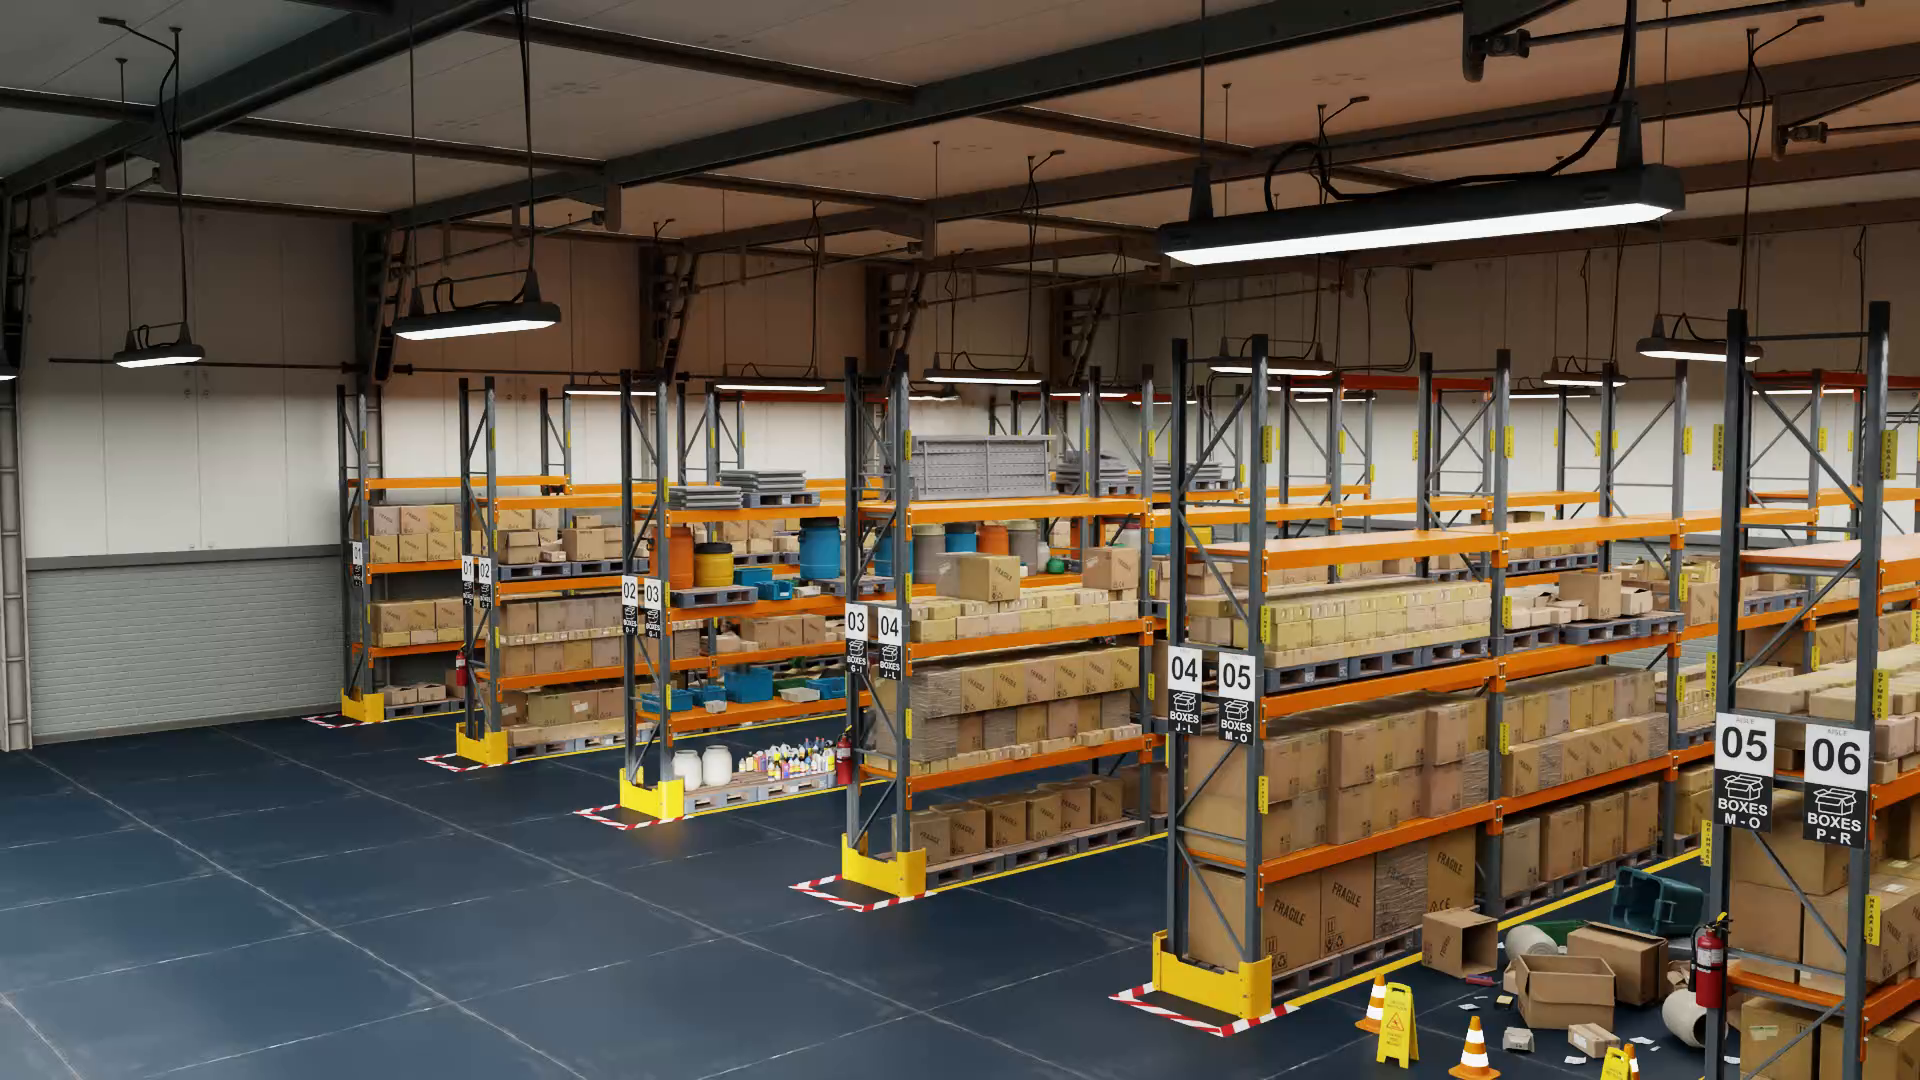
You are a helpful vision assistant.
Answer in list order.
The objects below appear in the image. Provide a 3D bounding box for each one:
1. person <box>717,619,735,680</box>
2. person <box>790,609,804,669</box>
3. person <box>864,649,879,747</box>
[{"bbox_3d":[-4.339,2.302,31.052,0.826,1.694,0.618,-3,5,-41],"label":"person"},{"bbox_3d":[-3.182,2.135,32.557,0.632,1.824,0.705,3,5,41],"label":"person"},{"bbox_3d":[-1.378,2.471,27.518,0.785,1.841,0.671,-4,5,-43],"label":"person"}]
